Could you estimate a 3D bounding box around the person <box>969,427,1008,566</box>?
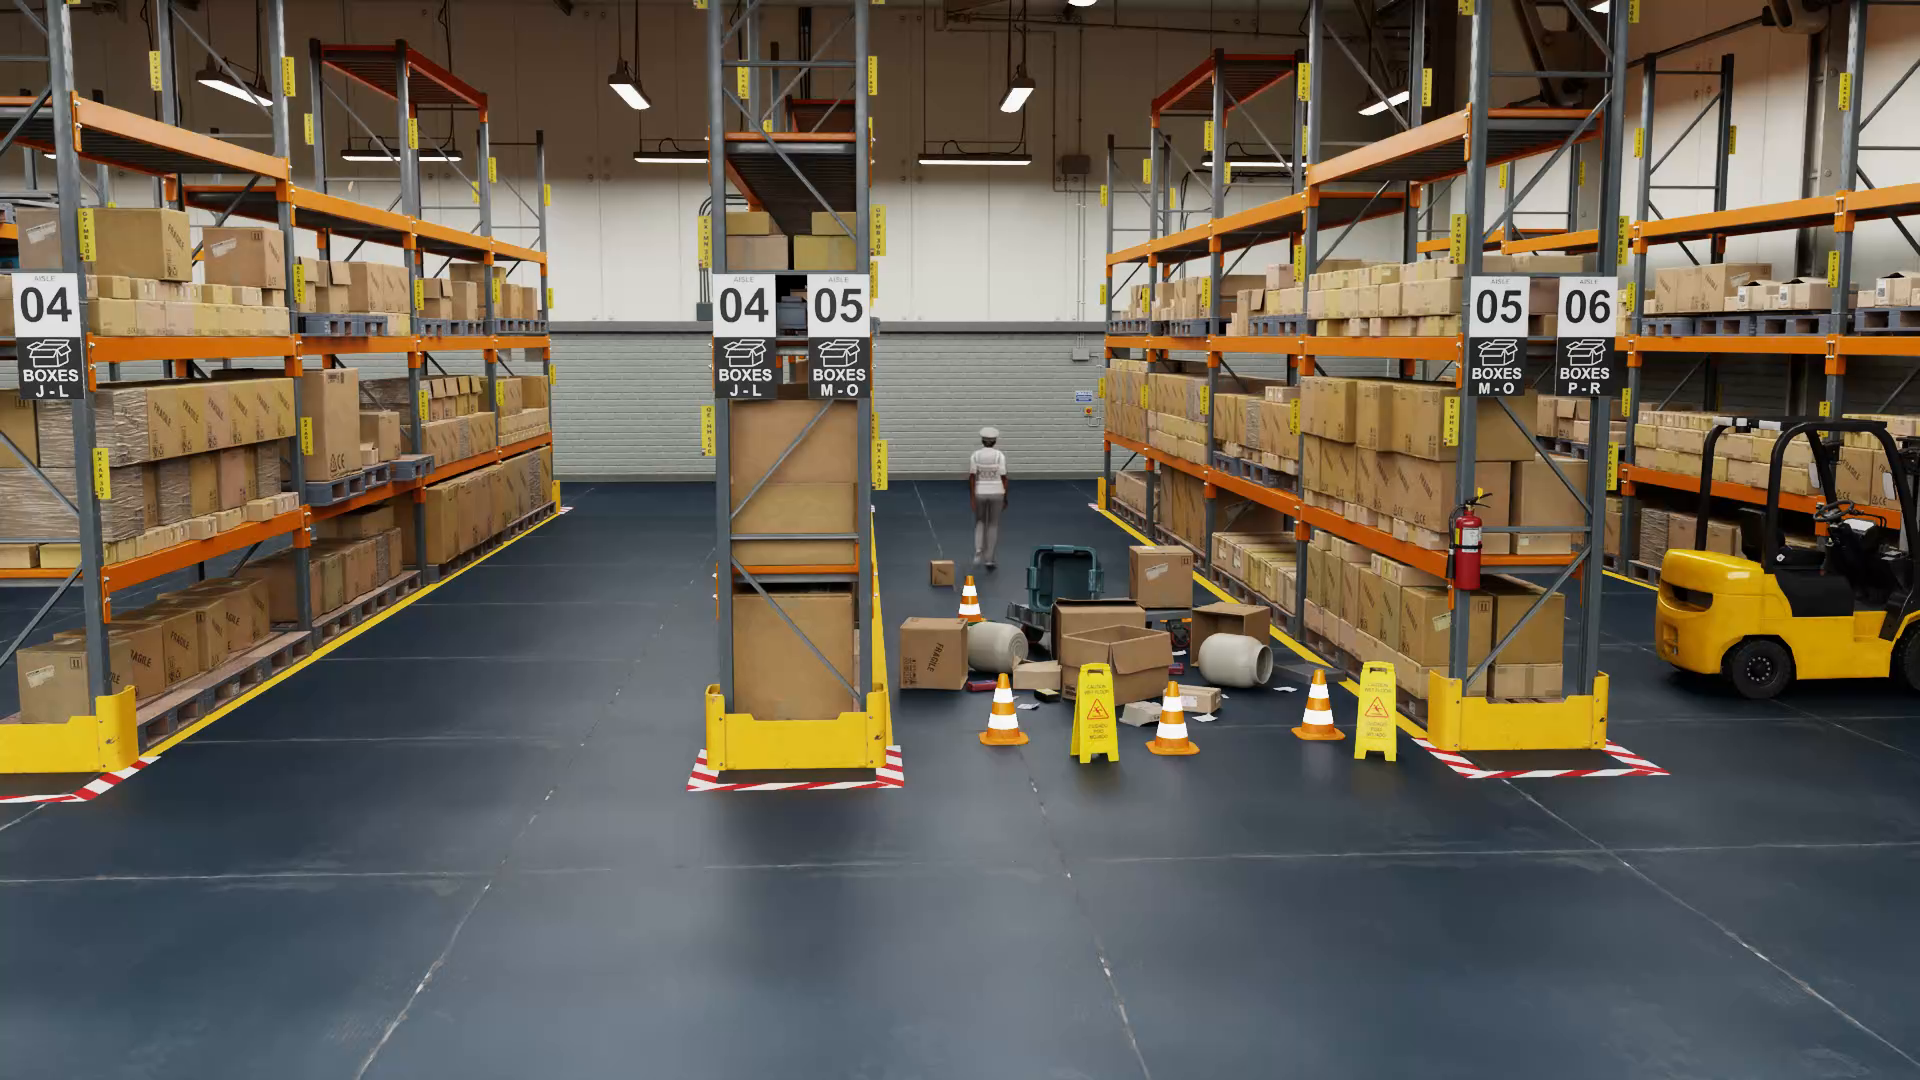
[{"bbox_3d":[0.358,-0.516,20.336,0.456,1.726,0.467,1,7,11],"label":"person"}]
